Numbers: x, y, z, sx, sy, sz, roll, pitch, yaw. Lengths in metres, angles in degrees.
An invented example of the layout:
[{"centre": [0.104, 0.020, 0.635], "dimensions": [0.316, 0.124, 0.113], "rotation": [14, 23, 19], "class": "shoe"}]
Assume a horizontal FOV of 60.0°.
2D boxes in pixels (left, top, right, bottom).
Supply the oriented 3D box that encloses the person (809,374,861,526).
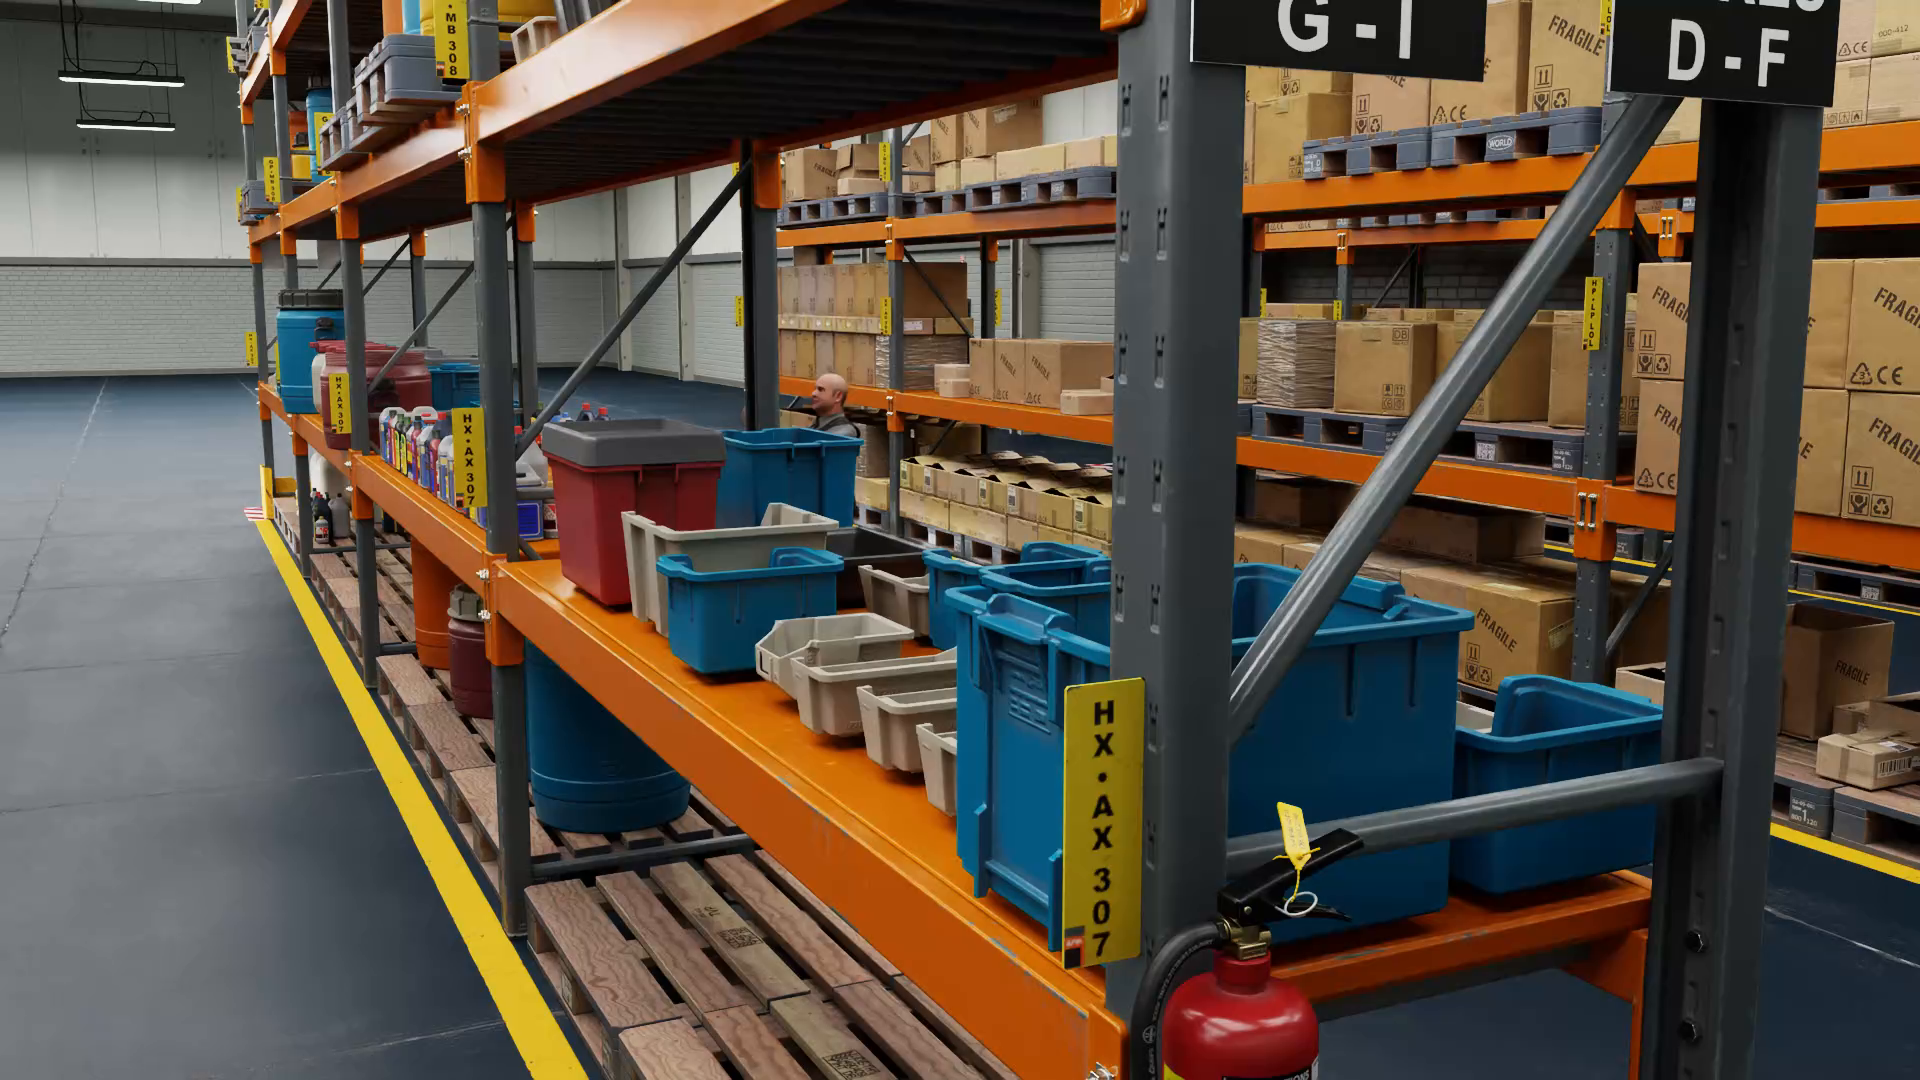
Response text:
[{"centre": [-0.879, -0.107, 9.673], "dimensions": [0.550, 1.711, 0.494], "rotation": [-4, 9, -25], "class": "person"}]
